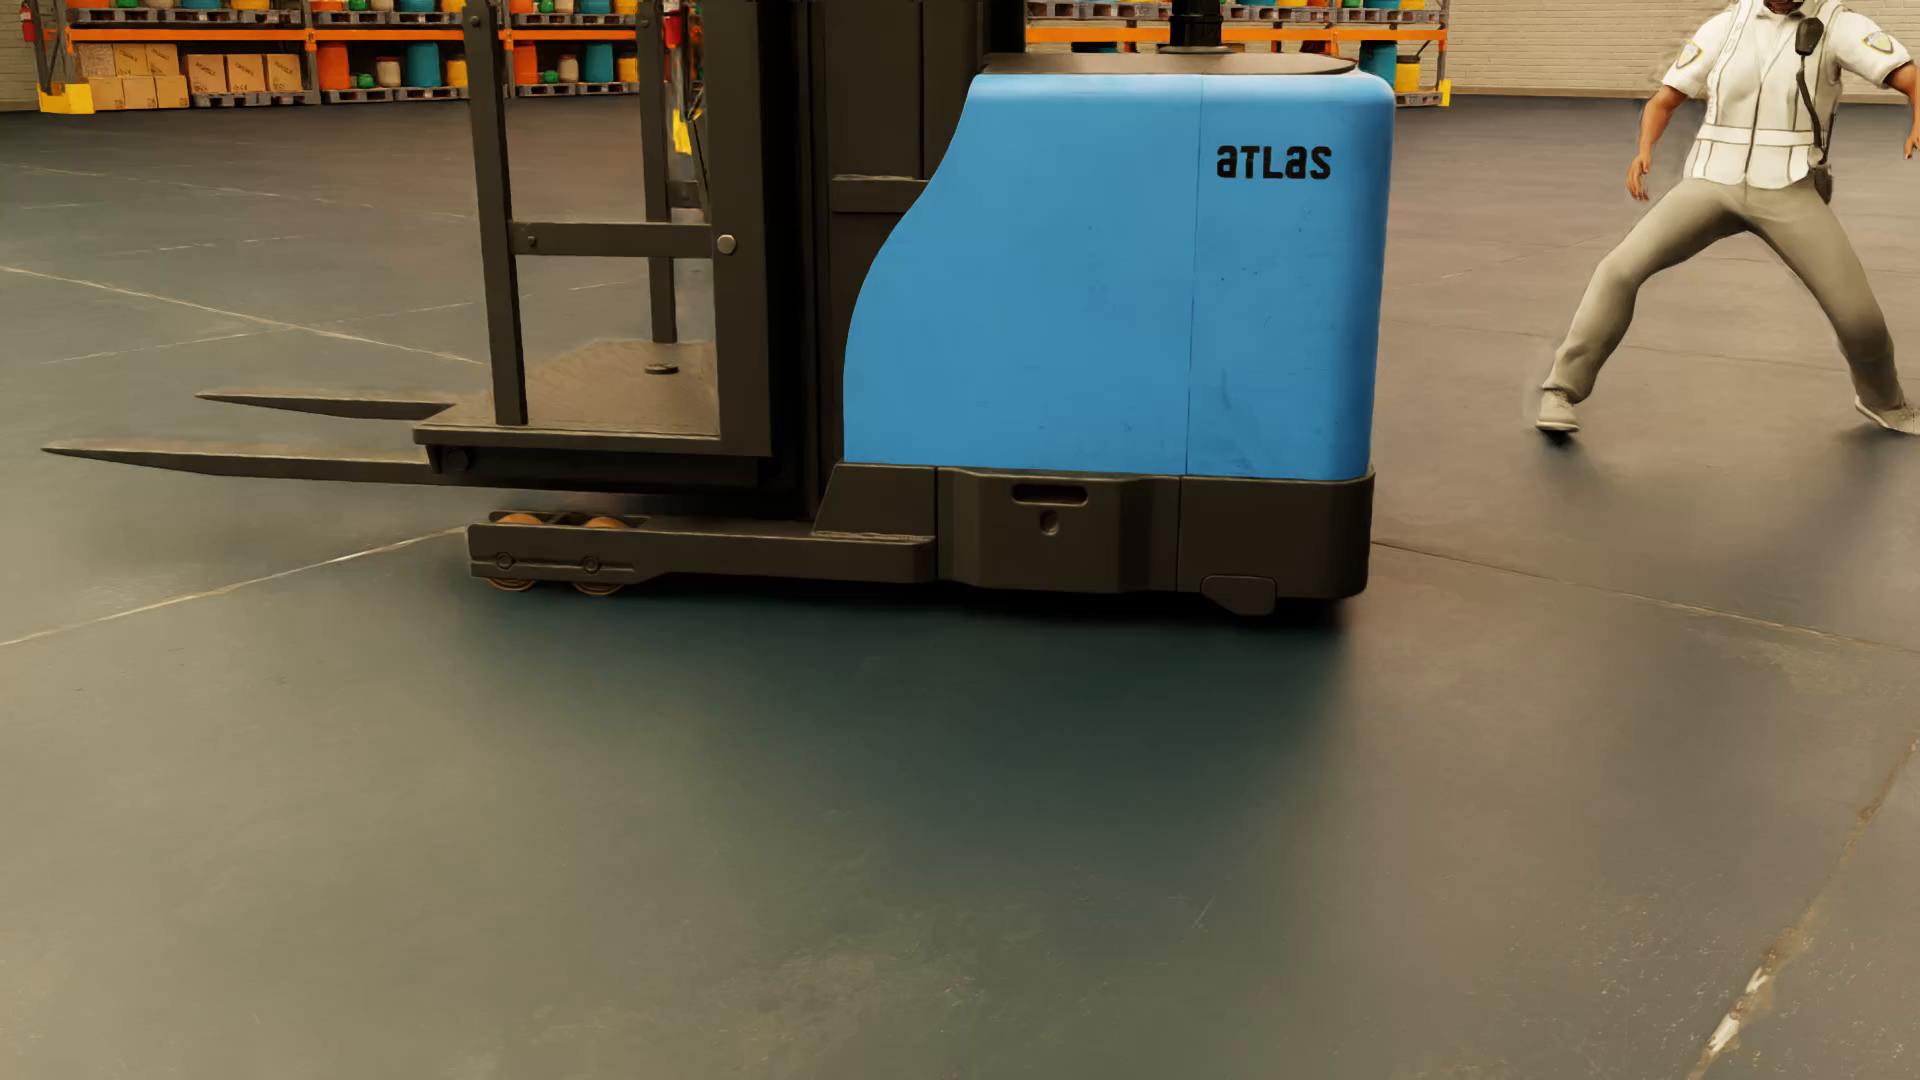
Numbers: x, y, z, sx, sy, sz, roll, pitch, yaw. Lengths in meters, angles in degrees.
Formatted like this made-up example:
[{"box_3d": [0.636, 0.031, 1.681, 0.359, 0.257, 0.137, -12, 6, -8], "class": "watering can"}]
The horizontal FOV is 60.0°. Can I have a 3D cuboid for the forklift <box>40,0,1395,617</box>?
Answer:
[{"box_3d": [-0.603, -1.430, 3.608, 3.031, 2.935, 1.130, 3, 17, 9], "class": "forklift"}]

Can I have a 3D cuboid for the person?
[{"box_3d": [2.332, -1.012, 4.799, 1.023, 1.509, 0.930, 12, 21, 34], "class": "person"}]
